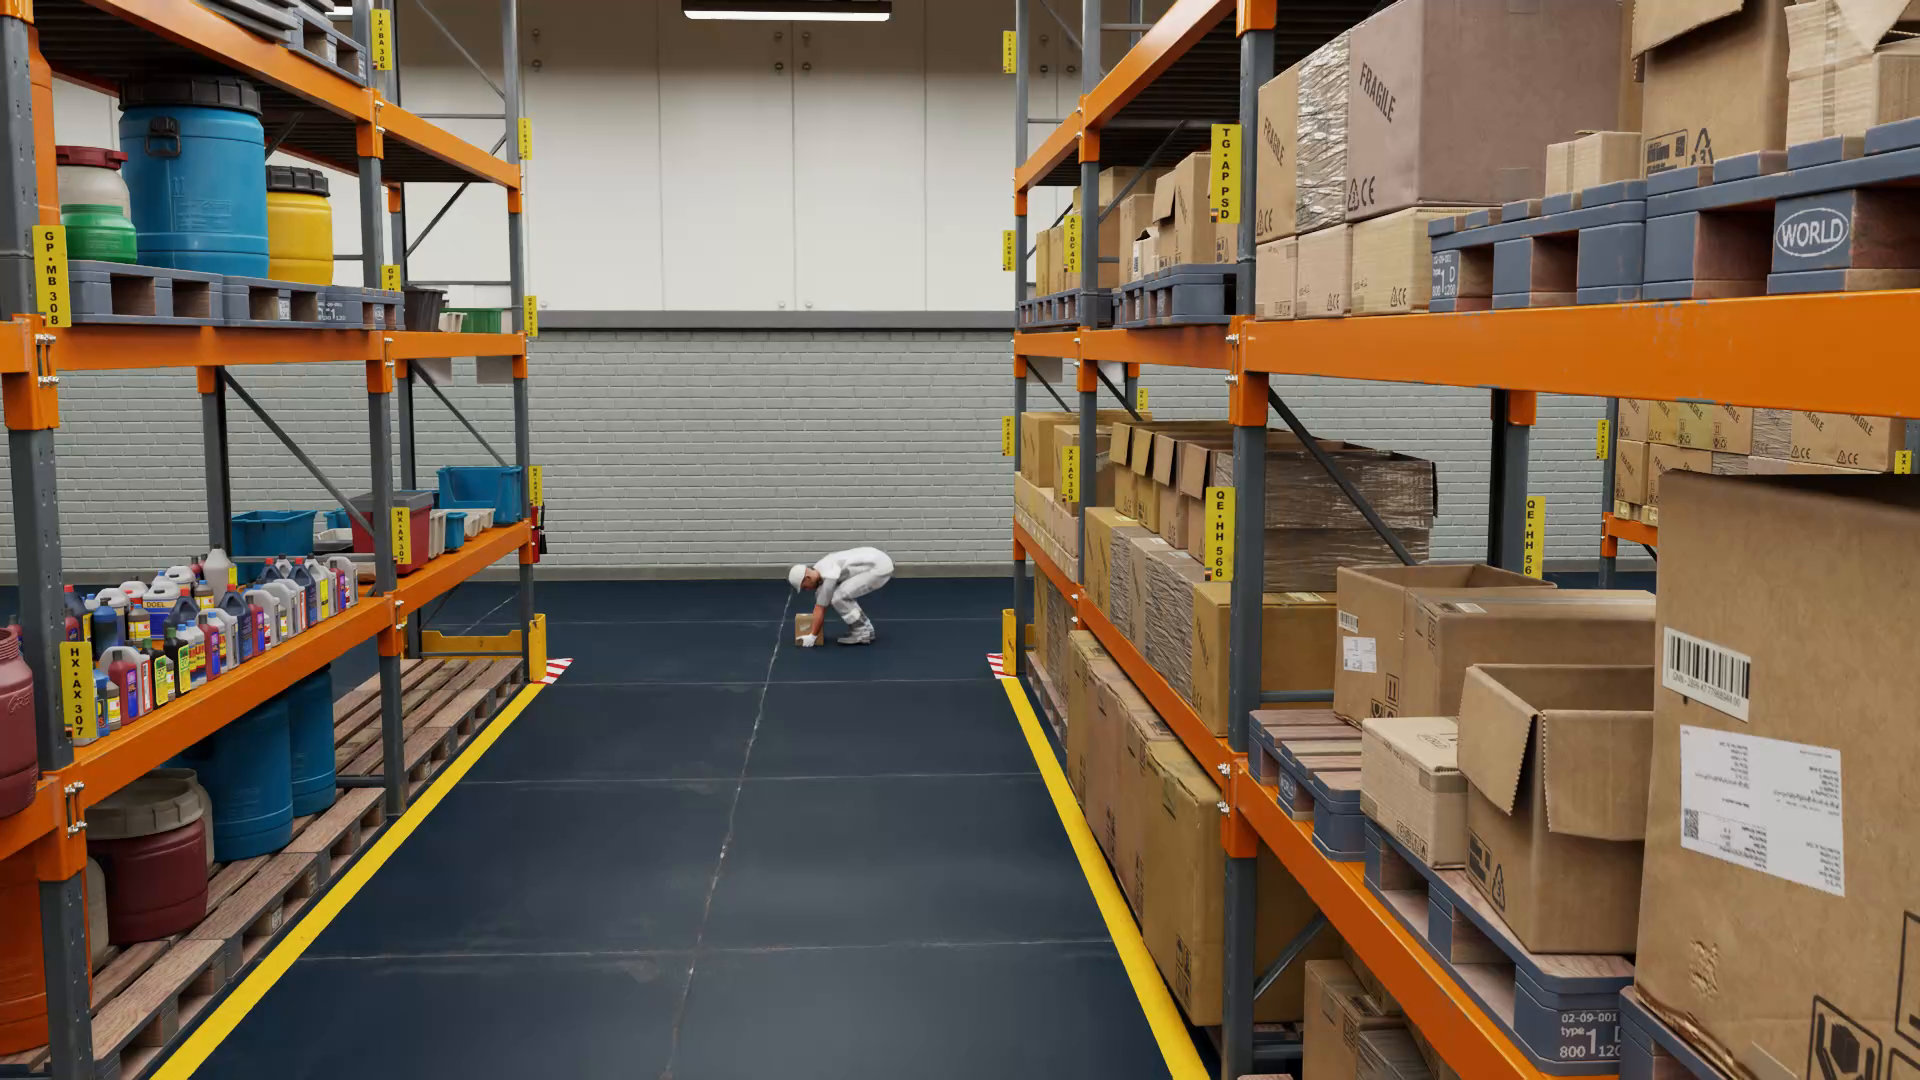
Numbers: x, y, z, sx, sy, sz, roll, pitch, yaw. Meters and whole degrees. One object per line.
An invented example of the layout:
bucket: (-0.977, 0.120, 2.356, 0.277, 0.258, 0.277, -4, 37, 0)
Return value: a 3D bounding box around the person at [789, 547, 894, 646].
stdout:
person: (-1.084, 0.520, 15.233, 0.961, 0.894, 0.526, -1, 7, -6)
